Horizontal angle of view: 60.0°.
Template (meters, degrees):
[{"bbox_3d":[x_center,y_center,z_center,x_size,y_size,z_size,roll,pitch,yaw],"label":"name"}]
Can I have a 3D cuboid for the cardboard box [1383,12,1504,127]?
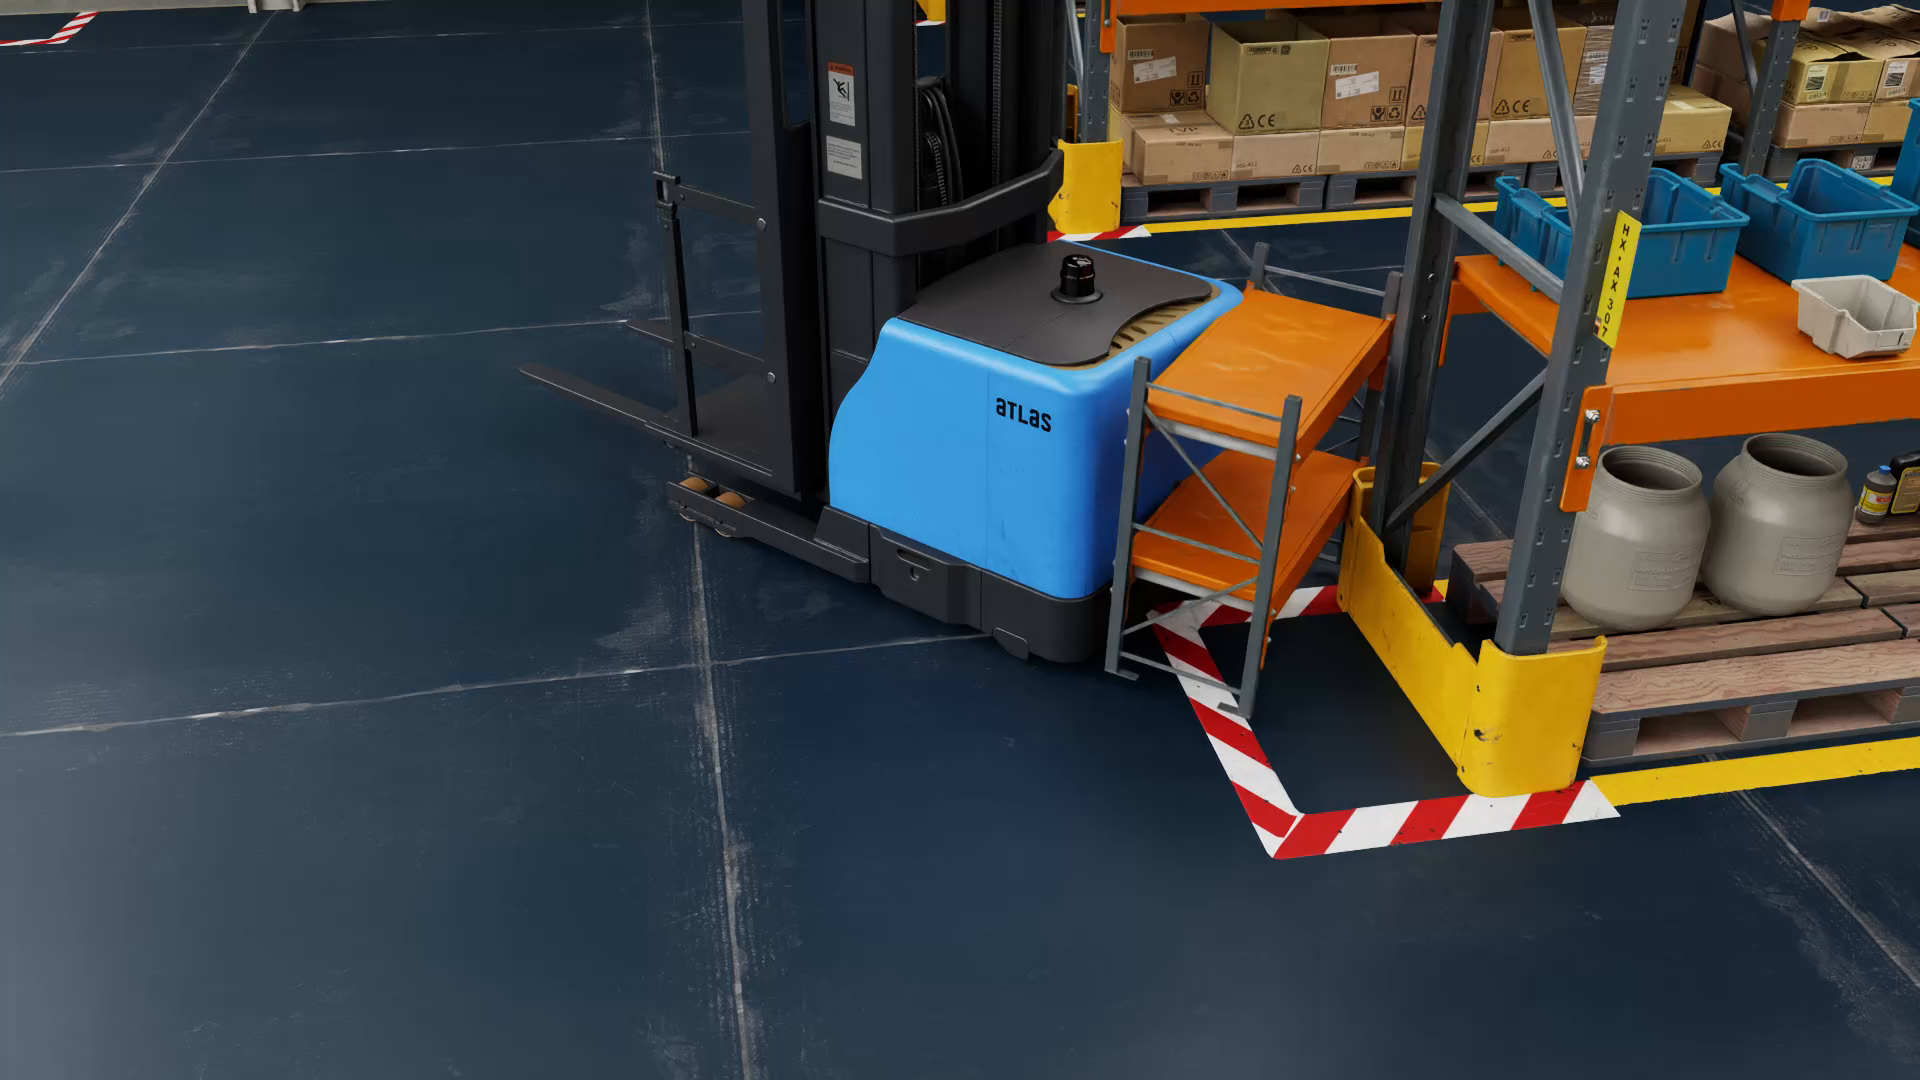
[{"bbox_3d":[2.683,-2.660,9.373,0.500,0.500,0.500,-5,31,-9],"label":"cardboard box"}]

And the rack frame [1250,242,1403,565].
[{"bbox_3d":[1.199,-0.454,5.792,0.500,1.125,0.032,18,36,23],"label":"rack frame"}]

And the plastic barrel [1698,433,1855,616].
[{"bbox_3d":[2.655,-0.050,5.416,0.421,0.512,0.421,0,30,0],"label":"plastic barrel"}]

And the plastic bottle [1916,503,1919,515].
[{"bbox_3d":[3.509,-0.209,5.899,0.135,0.276,0.152,-5,31,-9],"label":"plastic bottle"}]

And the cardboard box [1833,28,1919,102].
[{"bbox_3d":[5.519,-2.827,9.843,0.500,0.311,0.500,-6,31,-10],"label":"cardboard box"}]

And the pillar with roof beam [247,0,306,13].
[{"bbox_3d":[-4.850,-6.124,7.787,0.400,9.000,9.100,-5,31,-9],"label":"pillar with roof beam"}]

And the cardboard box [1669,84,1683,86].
[{"bbox_3d":[4.064,-2.737,10.244,0.500,0.250,0.500,-5,31,-9],"label":"cardboard box"}]

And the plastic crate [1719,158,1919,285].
[{"bbox_3d":[2.607,-0.985,5.112,0.408,0.251,0.499,-5,31,-9],"label":"plastic crate"}]

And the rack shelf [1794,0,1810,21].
[{"bbox_3d":[6.542,-3.505,9.962,4.000,0.370,1.077,-5,31,-9],"label":"rack shelf"}]

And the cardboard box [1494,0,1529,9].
[{"bbox_3d":[3.078,-2.974,9.907,0.500,0.500,0.500,-5,31,-9],"label":"cardboard box"}]

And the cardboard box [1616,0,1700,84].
[{"bbox_3d":[4.062,-3.066,10.063,0.500,0.500,0.500,-5,31,-9],"label":"cardboard box"}]

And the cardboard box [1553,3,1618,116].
[{"bbox_3d":[3.664,-2.761,9.544,0.500,0.500,0.500,-5,31,-9],"label":"cardboard box"}]

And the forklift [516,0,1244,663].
[{"bbox_3d":[-0.494,-1.462,5.844,3.031,2.935,1.130,22,37,32],"label":"forklift"}]

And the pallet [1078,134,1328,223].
[{"bbox_3d":[1.385,-2.156,9.709,1.213,0.211,1.003,-5,31,-9],"label":"pallet"}]

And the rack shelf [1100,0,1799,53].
[{"bbox_3d":[2.607,-3.140,9.341,4.000,0.370,1.077,-5,31,-9],"label":"rack shelf"}]

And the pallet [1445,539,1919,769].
[{"bbox_3d":[2.395,0.303,5.527,1.213,0.211,1.003,-5,31,-9],"label":"pallet"}]

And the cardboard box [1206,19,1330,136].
[{"bbox_3d":[1.699,-2.571,9.222,0.500,0.500,0.500,-5,31,-9],"label":"cardboard box"}]

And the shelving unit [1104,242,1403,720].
[{"bbox_3d":[0.956,-0.220,5.411,0.538,1.125,1.048,18,36,23],"label":"shelving unit"}]

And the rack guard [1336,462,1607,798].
[{"bbox_3d":[1.595,0.250,5.332,0.348,0.500,1.175,-5,31,-9],"label":"rack guard"}]

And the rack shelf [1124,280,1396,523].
[{"bbox_3d":[0.965,-0.467,5.254,0.538,0.278,1.000,18,36,23],"label":"rack shelf"}]

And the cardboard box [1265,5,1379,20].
[{"bbox_3d":[2.095,-2.883,9.751,0.500,0.500,0.500,-5,31,-9],"label":"cardboard box"}]

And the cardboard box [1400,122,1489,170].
[{"bbox_3d":[2.683,-2.337,9.564,0.500,0.250,0.500,-5,31,-9],"label":"cardboard box"}]

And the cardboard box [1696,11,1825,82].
[{"bbox_3d":[4.921,-3.050,10.223,0.500,0.311,0.500,-5,31,-9],"label":"cardboard box"}]

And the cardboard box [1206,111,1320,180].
[{"bbox_3d":[1.699,-2.249,9.414,0.500,0.250,0.500,-5,31,-9],"label":"cardboard box"}]

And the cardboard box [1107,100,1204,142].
[{"bbox_3d":[1.114,-2.460,9.772,0.500,0.250,0.500,-5,31,-9],"label":"cardboard box"}]

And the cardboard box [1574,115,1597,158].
[{"bbox_3d":[3.664,-2.436,9.733,0.500,0.250,0.500,-5,31,-9],"label":"cardboard box"}]

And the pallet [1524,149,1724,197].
[{"bbox_3d":[3.785,-2.379,10.088,1.213,0.211,1.003,-5,31,-9],"label":"pallet"}]

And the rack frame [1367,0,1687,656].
[{"bbox_3d":[1.528,-0.798,4.647,0.127,3.000,1.000,-5,31,-9],"label":"rack frame"}]

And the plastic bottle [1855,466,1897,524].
[{"bbox_3d":[3.256,-0.167,5.902,0.097,0.201,0.097,0,30,0],"label":"plastic bottle"}]

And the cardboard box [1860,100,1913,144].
[{"bbox_3d":[5.519,-2.588,9.990,0.500,0.250,0.500,-5,31,-8],"label":"cardboard box"}]

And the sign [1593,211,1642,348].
[{"bbox_3d":[1.623,-0.642,4.110,0.005,0.325,0.100,-5,31,-9],"label":"sign"}]

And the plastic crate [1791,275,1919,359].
[{"bbox_3d":[2.467,-0.605,4.580,0.250,0.136,0.298,-5,31,-9],"label":"plastic crate"}]

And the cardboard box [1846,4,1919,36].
[{"bbox_3d":[5.923,-3.145,10.385,0.500,0.311,0.500,-5,31,-9],"label":"cardboard box"}]
